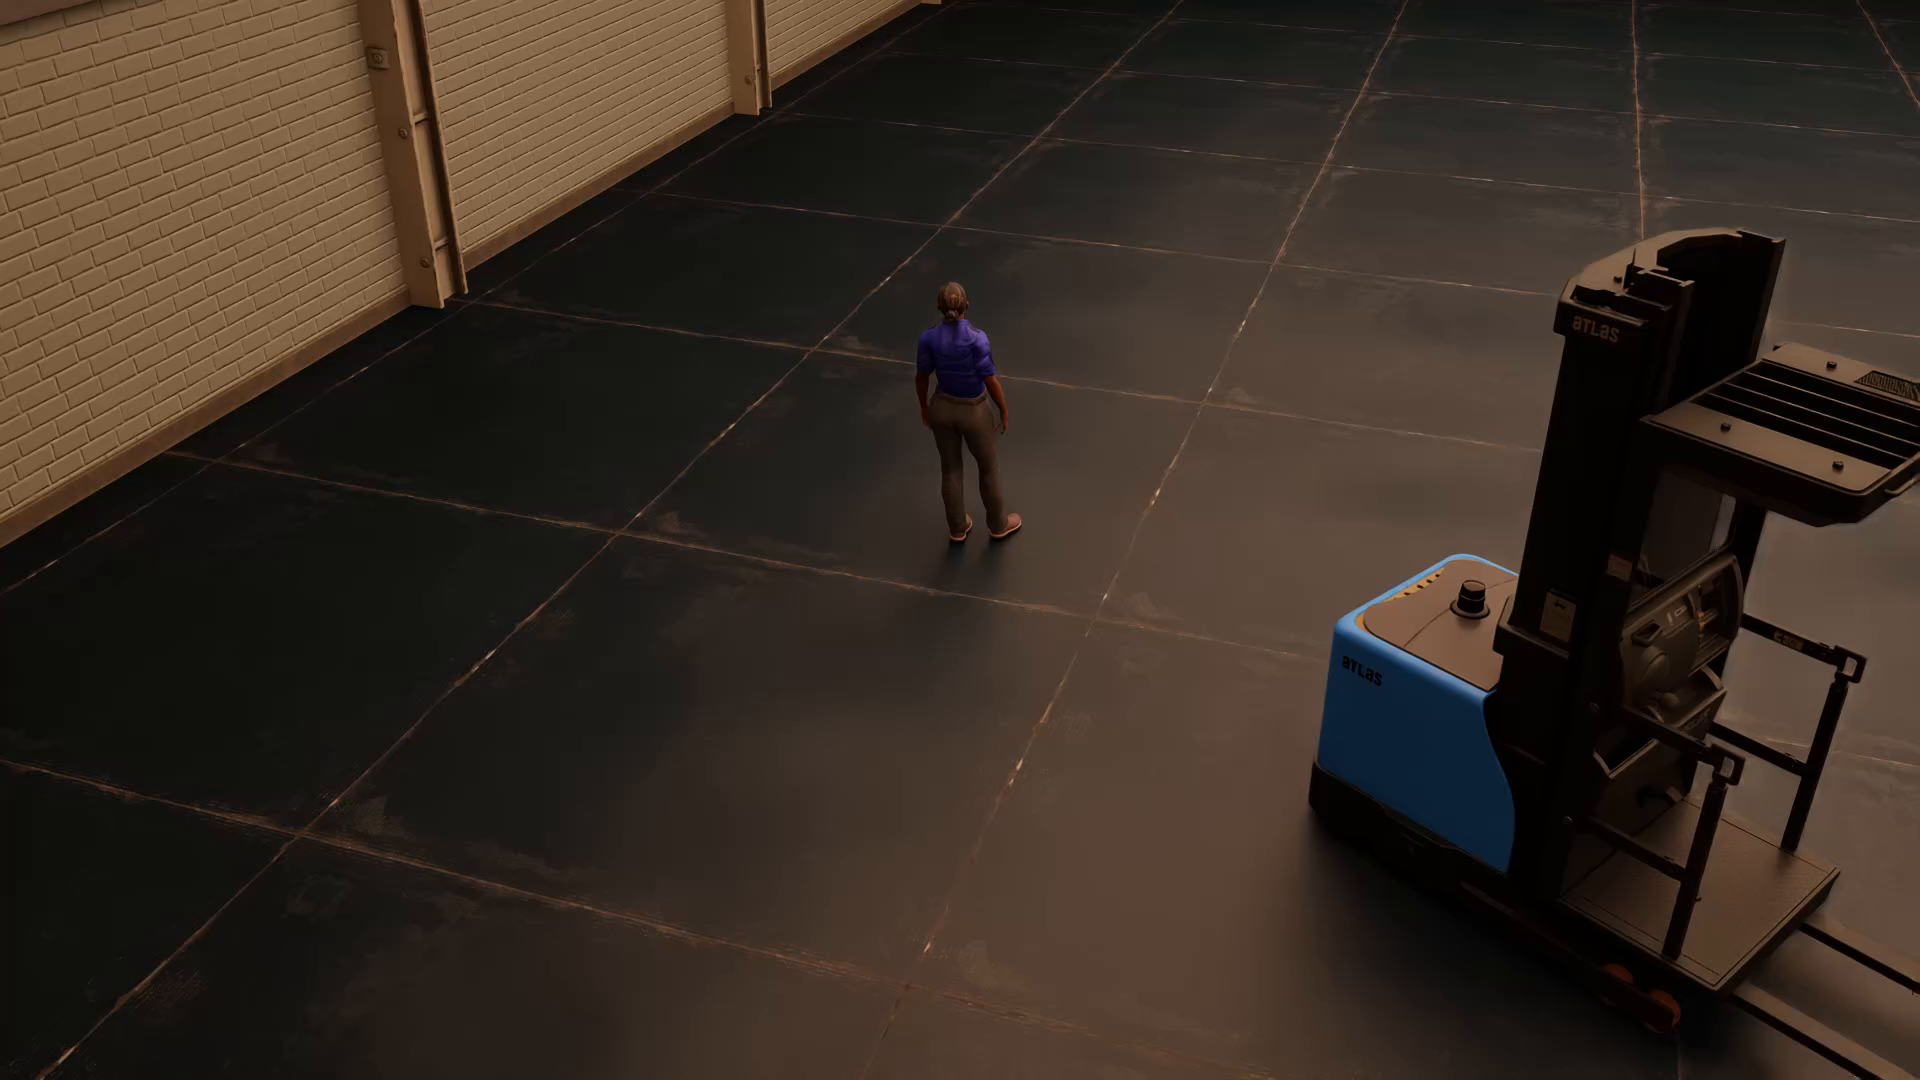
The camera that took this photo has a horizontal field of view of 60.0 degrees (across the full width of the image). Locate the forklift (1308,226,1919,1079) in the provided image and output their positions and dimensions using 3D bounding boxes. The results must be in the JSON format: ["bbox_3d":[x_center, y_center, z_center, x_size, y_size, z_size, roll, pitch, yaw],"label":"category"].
[{"bbox_3d":[2.980,0.408,6.421,1.130,2.935,3.031,-23,37,-35],"label":"forklift"}]

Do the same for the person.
[{"bbox_3d":[0.047,-0.763,9.749,0.569,1.654,0.504,10,31,16],"label":"person"}]
